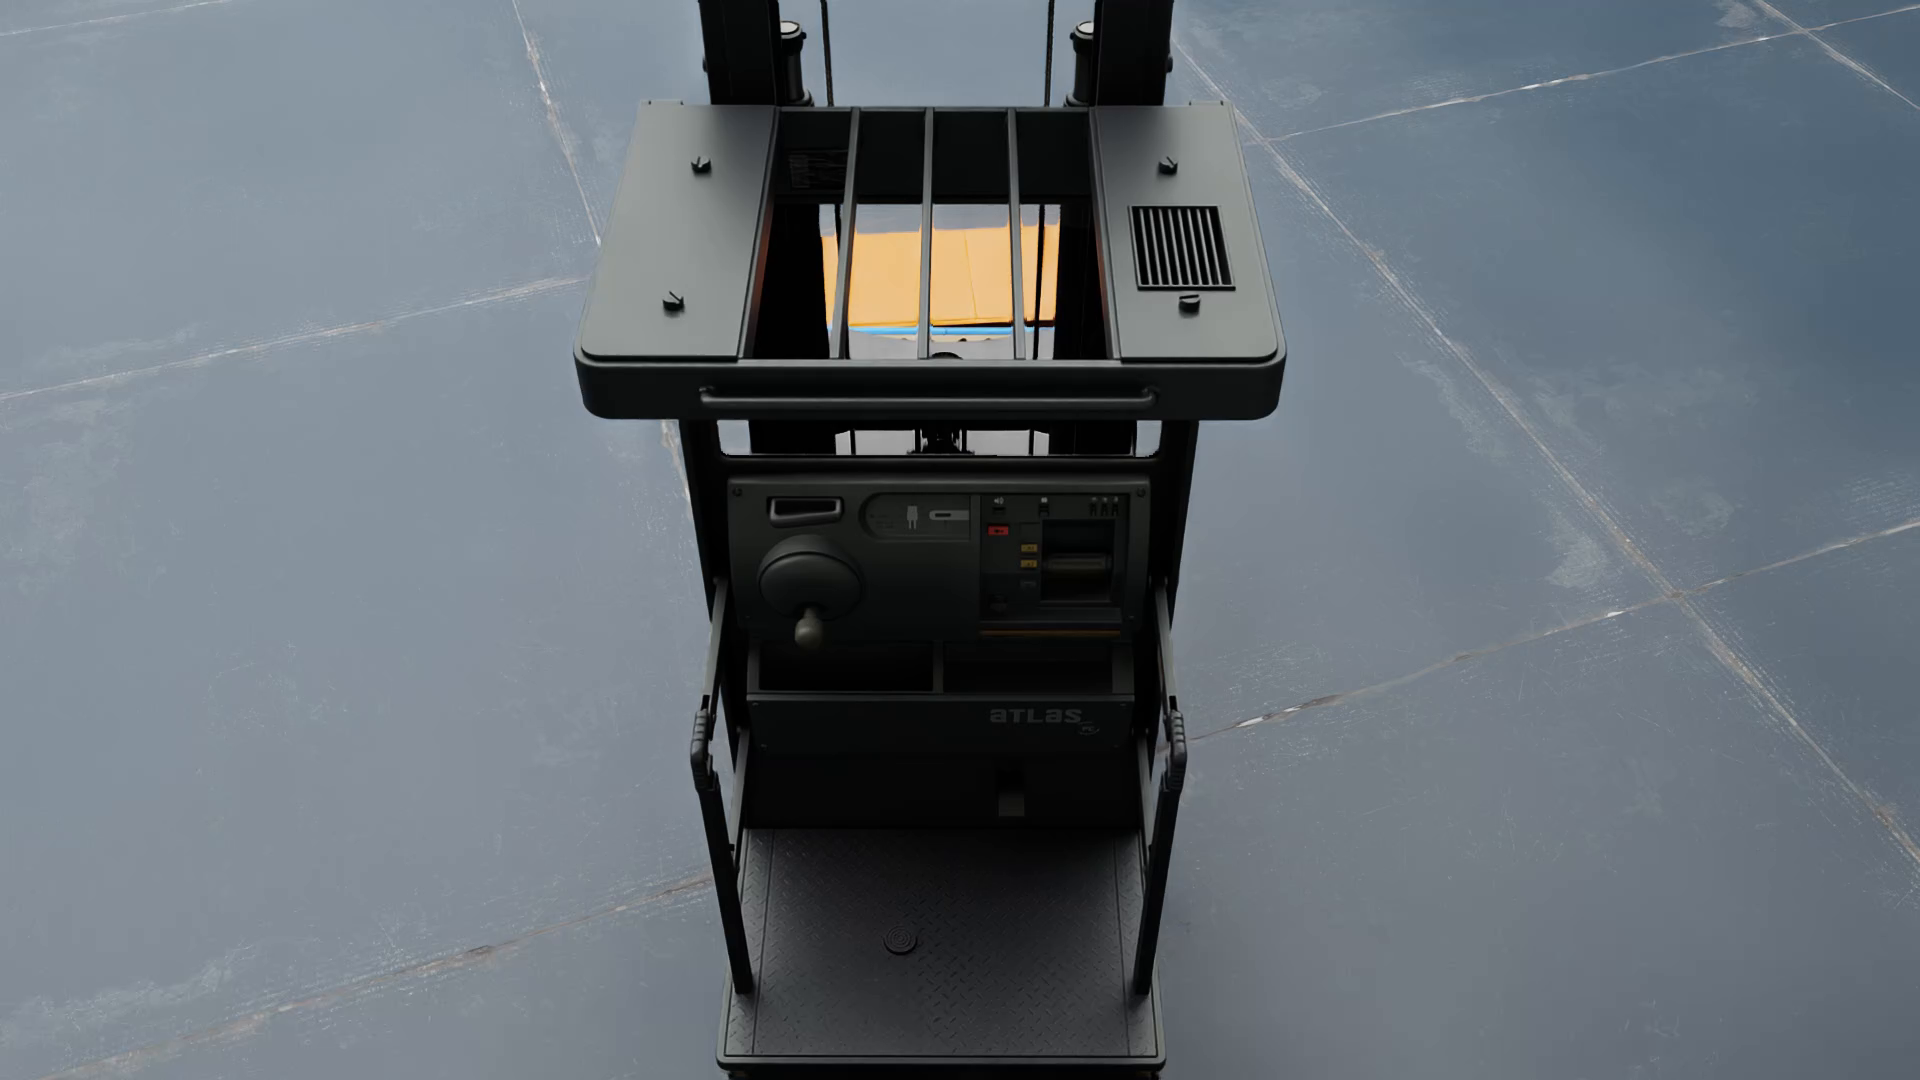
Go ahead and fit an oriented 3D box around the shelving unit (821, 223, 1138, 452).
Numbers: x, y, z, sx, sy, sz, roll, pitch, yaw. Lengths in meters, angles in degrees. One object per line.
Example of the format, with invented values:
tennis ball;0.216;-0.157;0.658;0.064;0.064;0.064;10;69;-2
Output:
shelving unit;0.032;-0.545;5.499;1.048;1.125;0.538;-3;45;-3

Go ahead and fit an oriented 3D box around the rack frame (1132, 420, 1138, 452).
rack frame;0.539;-0.573;5.527;0.032;1.125;0.500;-3;45;-3

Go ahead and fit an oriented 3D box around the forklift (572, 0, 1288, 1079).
forklift;-0.045;0.138;3.543;1.130;2.935;3.031;0;45;0

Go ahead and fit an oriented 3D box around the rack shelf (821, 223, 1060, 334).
rack shelf;0.032;-0.751;5.291;1.000;0.278;0.538;-3;45;-3
